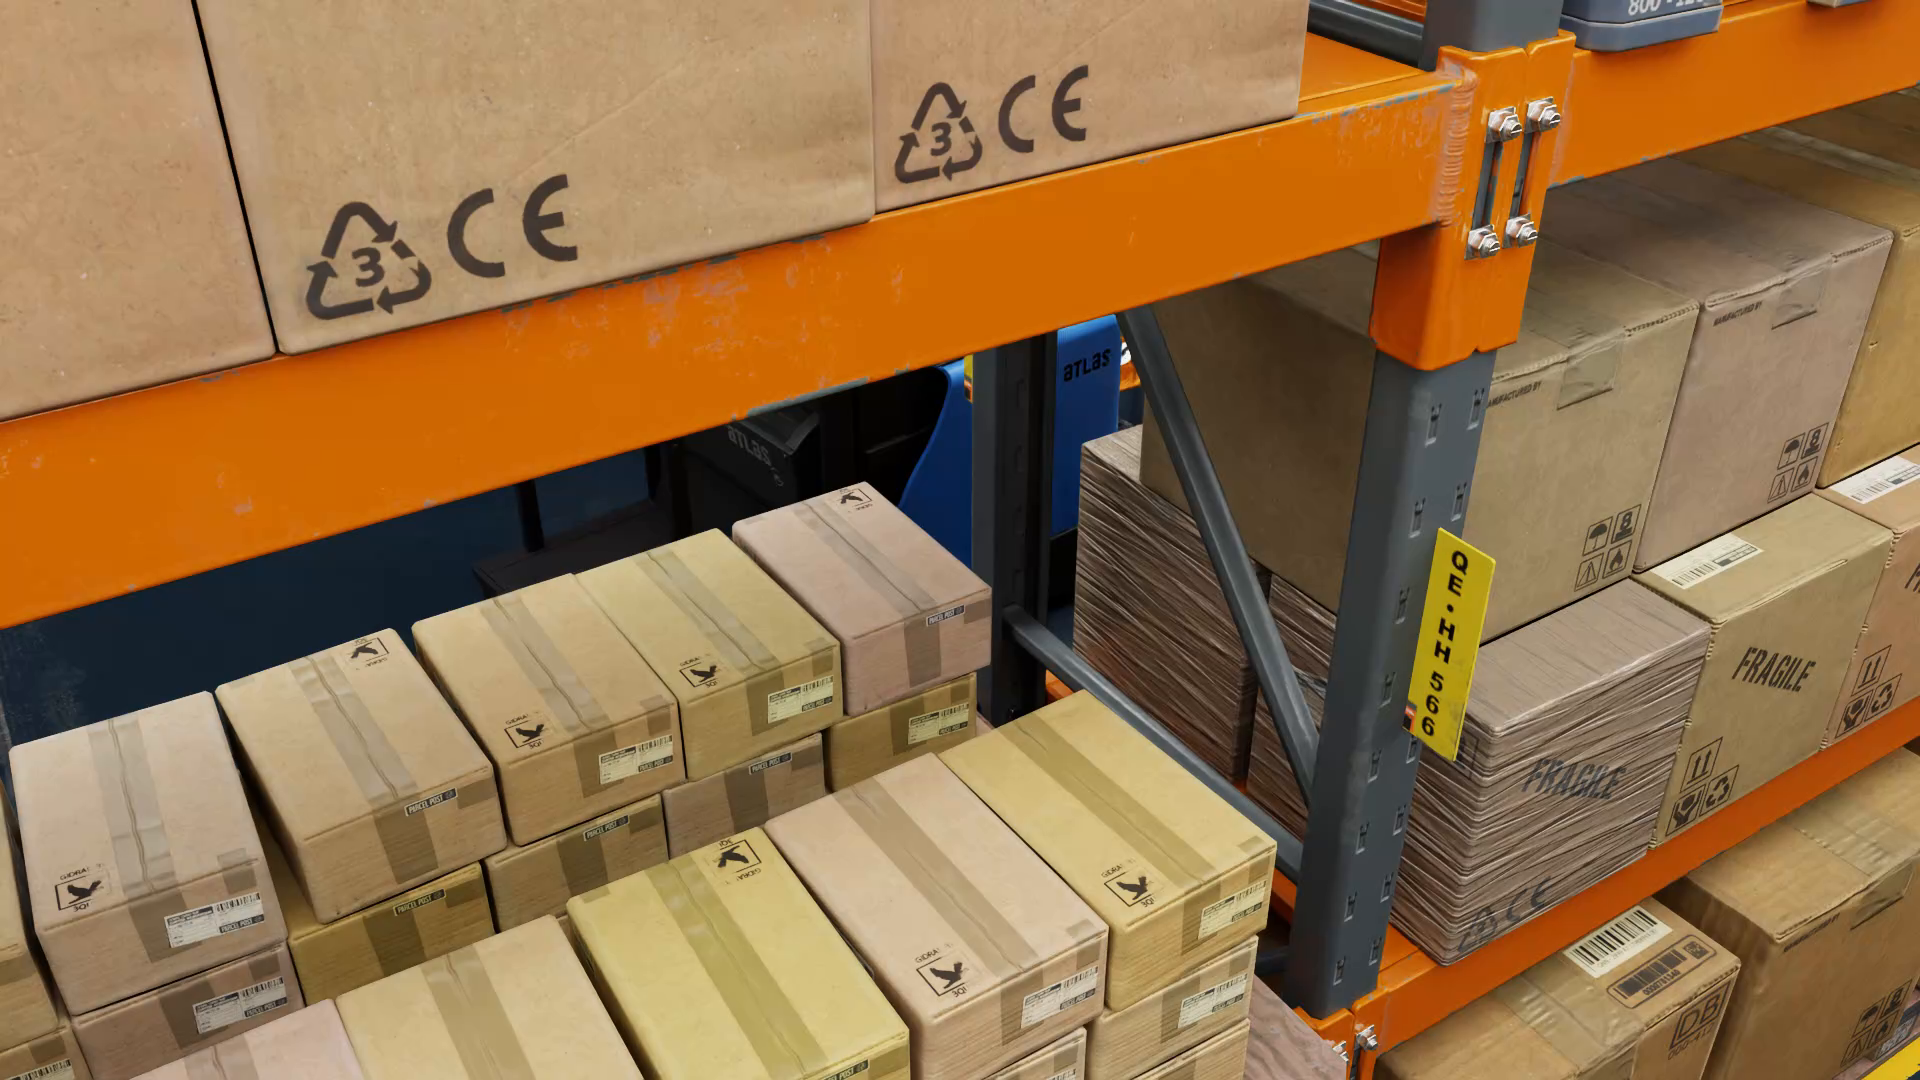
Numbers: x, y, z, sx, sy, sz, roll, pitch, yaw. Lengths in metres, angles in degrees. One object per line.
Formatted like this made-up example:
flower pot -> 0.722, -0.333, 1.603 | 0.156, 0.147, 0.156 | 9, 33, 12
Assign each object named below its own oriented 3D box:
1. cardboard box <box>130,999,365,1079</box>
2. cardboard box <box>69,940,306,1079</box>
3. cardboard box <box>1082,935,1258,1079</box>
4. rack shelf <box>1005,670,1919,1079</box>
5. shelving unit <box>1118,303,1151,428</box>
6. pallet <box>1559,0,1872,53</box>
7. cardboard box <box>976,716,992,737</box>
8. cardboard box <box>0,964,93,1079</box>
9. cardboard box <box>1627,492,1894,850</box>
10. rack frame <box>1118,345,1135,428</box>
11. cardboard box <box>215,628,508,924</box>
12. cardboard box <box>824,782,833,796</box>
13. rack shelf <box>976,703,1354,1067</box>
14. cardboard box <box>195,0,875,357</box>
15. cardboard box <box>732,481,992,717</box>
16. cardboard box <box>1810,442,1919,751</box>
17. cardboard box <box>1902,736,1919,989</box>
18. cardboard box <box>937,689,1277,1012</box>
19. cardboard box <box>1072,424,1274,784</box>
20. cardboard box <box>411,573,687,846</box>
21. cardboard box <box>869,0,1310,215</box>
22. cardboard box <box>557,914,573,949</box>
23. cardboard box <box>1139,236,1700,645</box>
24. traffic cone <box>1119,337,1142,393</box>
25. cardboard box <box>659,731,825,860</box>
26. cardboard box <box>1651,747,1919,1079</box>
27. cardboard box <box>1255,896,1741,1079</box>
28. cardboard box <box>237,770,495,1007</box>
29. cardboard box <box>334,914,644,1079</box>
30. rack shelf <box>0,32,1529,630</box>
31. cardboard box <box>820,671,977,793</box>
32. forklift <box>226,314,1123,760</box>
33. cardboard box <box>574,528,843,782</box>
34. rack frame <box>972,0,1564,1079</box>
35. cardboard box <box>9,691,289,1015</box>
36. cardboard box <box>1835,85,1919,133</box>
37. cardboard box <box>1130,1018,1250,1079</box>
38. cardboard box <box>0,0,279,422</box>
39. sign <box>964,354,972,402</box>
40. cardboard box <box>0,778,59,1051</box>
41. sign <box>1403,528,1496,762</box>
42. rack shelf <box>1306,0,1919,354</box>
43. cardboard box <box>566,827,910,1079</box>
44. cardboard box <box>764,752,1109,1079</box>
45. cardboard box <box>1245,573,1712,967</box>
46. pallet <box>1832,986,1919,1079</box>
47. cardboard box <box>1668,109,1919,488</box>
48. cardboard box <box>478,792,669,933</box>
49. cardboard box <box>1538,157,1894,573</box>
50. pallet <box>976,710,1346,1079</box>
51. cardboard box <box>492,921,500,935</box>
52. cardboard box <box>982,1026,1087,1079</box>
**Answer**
cardboard box -> -0.684, 0.675, 1.653 | 0.250, 0.149, 0.380 | -19, 37, -27
cardboard box -> -1.046, 0.512, 2.189 | 0.250, 0.149, 0.380 | -19, 37, -27
cardboard box -> 0.172, 0.507, 2.198 | 0.250, 0.149, 0.380 | -18, 37, -26
rack shelf -> 2.021, 0.083, 3.981 | 4.000, 0.370, 1.077 | -19, 37, -27
shelving unit -> 1.094, -1.118, 6.318 | 1.048, 1.500, 0.538 | -5, -16, 41
pallet -> 0.853, -1.041, 2.455 | 1.003, 0.211, 1.213 | -17, 36, -25
cardboard box -> -0.145, 0.325, 2.766 | 0.250, 0.149, 0.380 | -20, 37, -28
cardboard box -> -1.256, 0.583, 2.078 | 0.250, 0.149, 0.380 | -19, 37, -28
cardboard box -> 1.290, 0.158, 3.094 | 0.500, 0.500, 0.500 | -19, 37, -28
rack frame -> 0.714, -1.083, 6.654 | 0.032, 1.500, 0.500 | -5, -16, 41
cardboard box -> -0.809, 0.305, 2.239 | 0.250, 0.149, 0.380 | -21, 38, -29
cardboard box -> -0.371, 0.402, 2.643 | 0.250, 0.149, 0.380 | -17, 36, -25
rack shelf -> -1.341, 1.240, 2.148 | 4.000, 0.370, 1.077 | -19, 37, -27
cardboard box -> -0.415, -0.524, 1.364 | 0.500, 0.500, 0.500 | -19, 37, -27
cardboard box -> -0.157, 0.082, 2.592 | 0.250, 0.149, 0.380 | -19, 37, -27
cardboard box -> 1.714, 0.012, 3.325 | 0.500, 0.500, 0.500 | -19, 37, -27
cardboard box -> 2.417, 0.472, 4.406 | 0.750, 0.750, 1.050 | -19, 37, -27
cardboard box -> 0.177, 0.382, 2.118 | 0.250, 0.149, 0.380 | -21, 38, -29
cardboard box -> 0.574, 0.064, 3.243 | 0.500, 0.500, 0.500 | -19, 37, -27
cardboard box -> -0.586, 0.229, 2.360 | 0.250, 0.149, 0.380 | -19, 37, -28
cardboard box -> -0.002, -0.675, 1.603 | 0.500, 0.500, 0.500 | -19, 37, -27
cardboard box -> -0.597, 0.480, 2.519 | 0.250, 0.149, 0.380 | -17, 36, -25
cardboard box -> 0.723, -0.233, 2.777 | 0.500, 0.500, 0.700 | -19, 37, -28
traffic cone -> 0.652, -0.930, 7.291 | 0.334, 0.463, 0.336 | -19, 37, -27
cardboard box -> -0.401, 0.289, 2.543 | 0.250, 0.149, 0.380 | -17, 36, -25
cardboard box -> 1.634, 0.741, 3.978 | 0.750, 0.750, 1.050 | -18, 37, -27
cardboard box -> 0.901, 0.995, 3.575 | 0.750, 0.750, 1.050 | -20, 37, -28
cardboard box -> -0.836, 0.441, 2.303 | 0.250, 0.149, 0.380 | -19, 37, -27
cardboard box -> -0.478, 0.608, 1.759 | 0.250, 0.149, 0.380 | -18, 36, -26
rack shelf -> -1.341, -0.029, 1.347 | 4.000, 0.370, 1.077 | -19, 37, -27
cardboard box -> -0.174, 0.210, 2.669 | 0.250, 0.149, 0.380 | -17, 36, -25
forklift -> -0.893, -0.798, 4.767 | 3.031, 2.935, 1.130 | -24, 40, -33
cardboard box -> -0.377, 0.160, 2.469 | 0.250, 0.149, 0.380 | -20, 37, -29
rack frame -> 0.342, 0.359, 2.870 | 0.053, 2.616, 0.949 | -19, 37, -27
cardboard box -> -1.035, 0.384, 2.114 | 0.250, 0.149, 0.380 | -17, 36, -25
cardboard box -> 2.007, -0.677, 3.481 | 0.500, 0.500, 0.700 | -19, 37, -28
cardboard box -> 0.175, 0.635, 2.274 | 0.250, 0.149, 0.380 | -18, 37, -27
cardboard box -> -0.838, -0.382, 1.138 | 0.500, 0.500, 0.500 | -19, 37, -27
sign -> 0.037, -0.380, 2.956 | 0.005, 0.325, 0.100 | -19, 37, -27
cardboard box -> -1.257, 0.462, 1.991 | 0.250, 0.149, 0.380 | -18, 36, -26
sign -> 0.642, 0.142, 2.203 | 0.005, 0.325, 0.100 | -19, 37, -27
rack shelf -> 2.021, -1.185, 3.180 | 4.000, 0.370, 1.077 | -19, 37, -27
cardboard box -> -0.256, 0.529, 1.884 | 0.250, 0.149, 0.380 | -18, 36, -26
cardboard box -> -0.035, 0.453, 2.004 | 0.250, 0.149, 0.380 | -19, 37, -28
cardboard box -> 0.864, 0.306, 2.859 | 0.500, 0.500, 0.500 | -19, 37, -27
pallet -> 2.068, 0.992, 4.479 | 1.213, 0.211, 1.003 | -19, 37, -27
cardboard box -> 1.578, -0.529, 3.247 | 0.500, 0.500, 0.700 | -20, 37, -28
cardboard box -> -0.624, 0.368, 2.419 | 0.250, 0.149, 0.380 | -20, 37, -29
cardboard box -> 1.148, -0.380, 3.010 | 0.500, 0.500, 0.700 | -20, 37, -28
pallet -> -0.201, 0.692, 2.521 | 1.003, 0.211, 1.213 | -19, 37, -27
cardboard box -> -0.823, 0.559, 2.394 | 0.250, 0.149, 0.380 | -17, 36, -25
cardboard box -> -0.052, 0.585, 2.074 | 0.250, 0.149, 0.380 | -18, 36, -26
